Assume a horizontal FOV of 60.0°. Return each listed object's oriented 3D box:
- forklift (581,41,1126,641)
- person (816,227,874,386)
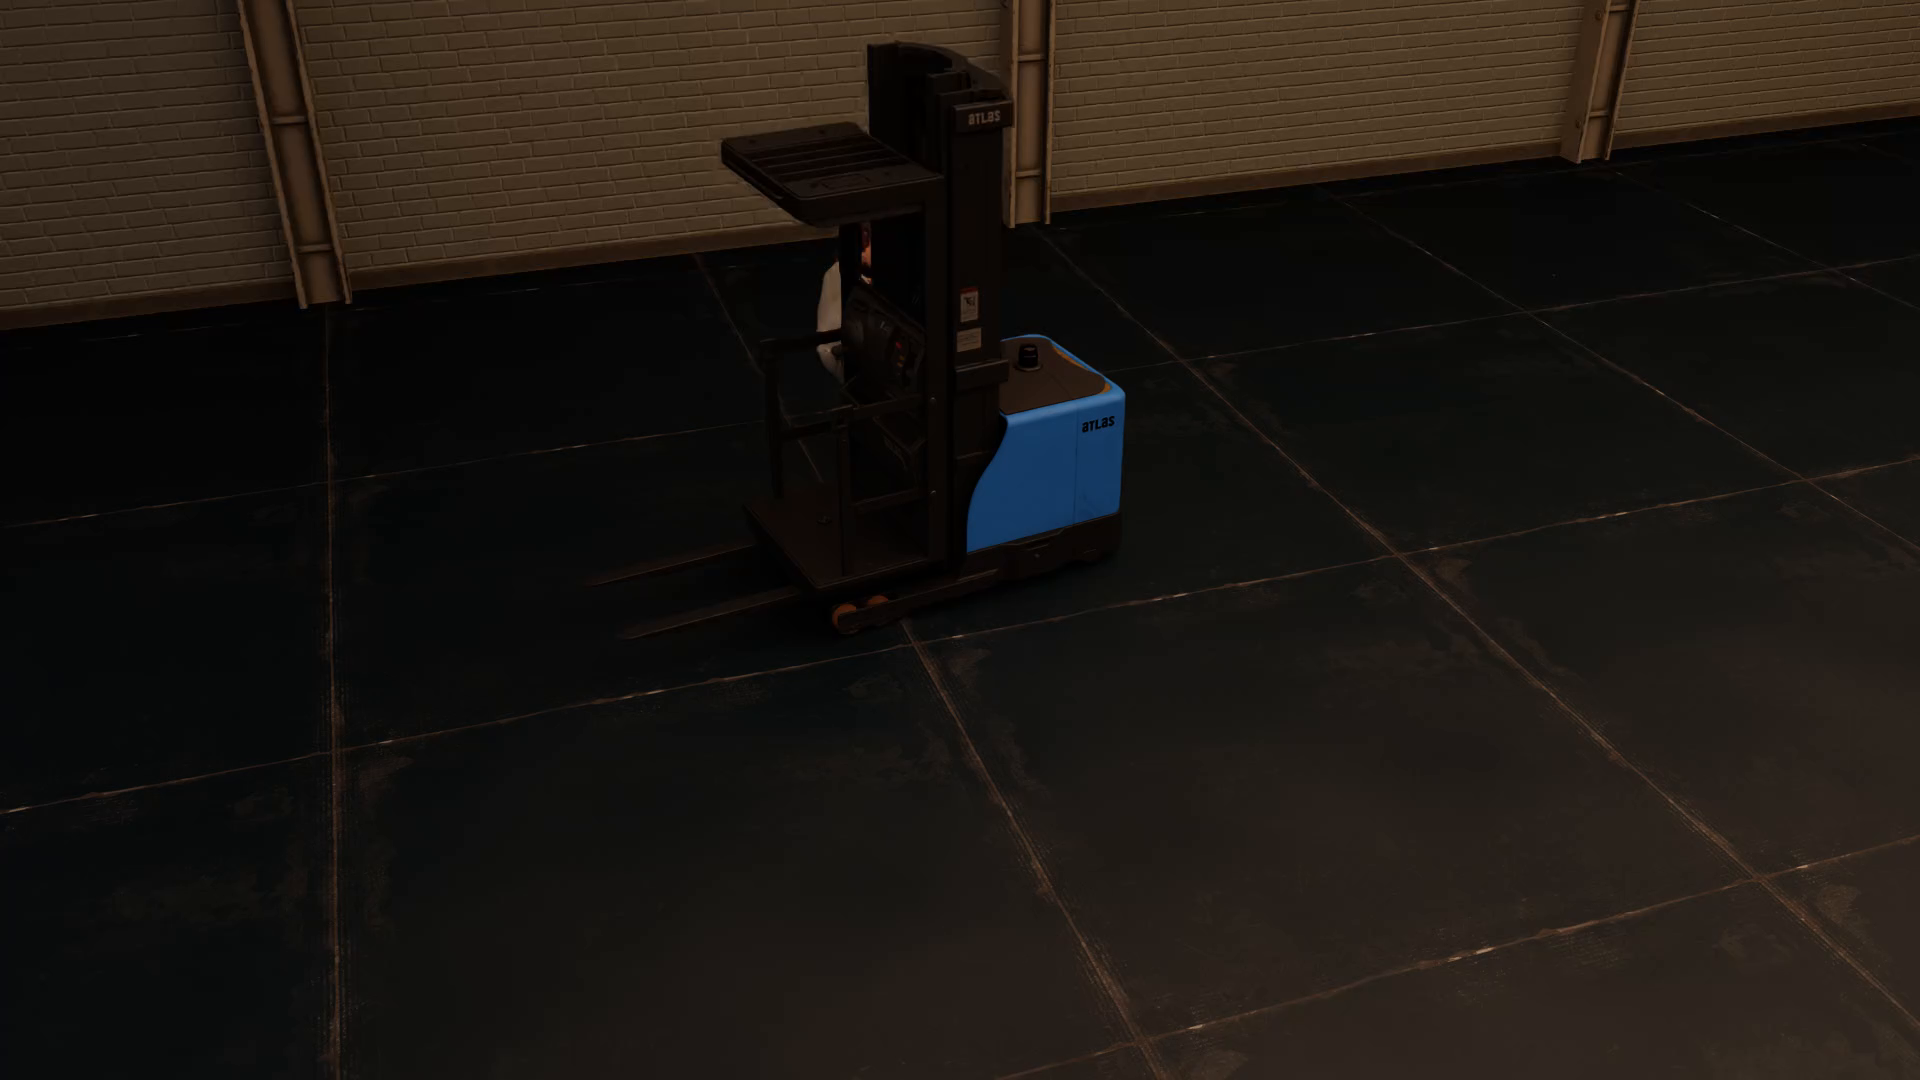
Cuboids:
[{"bbox_3d":[-0.599,-1.052,8.915,3.031,2.935,1.130,-15,33,-24],"label":"forklift"},{"bbox_3d":[-0.531,-1.314,10.866,0.880,1.431,0.819,17,34,27],"label":"person"}]
